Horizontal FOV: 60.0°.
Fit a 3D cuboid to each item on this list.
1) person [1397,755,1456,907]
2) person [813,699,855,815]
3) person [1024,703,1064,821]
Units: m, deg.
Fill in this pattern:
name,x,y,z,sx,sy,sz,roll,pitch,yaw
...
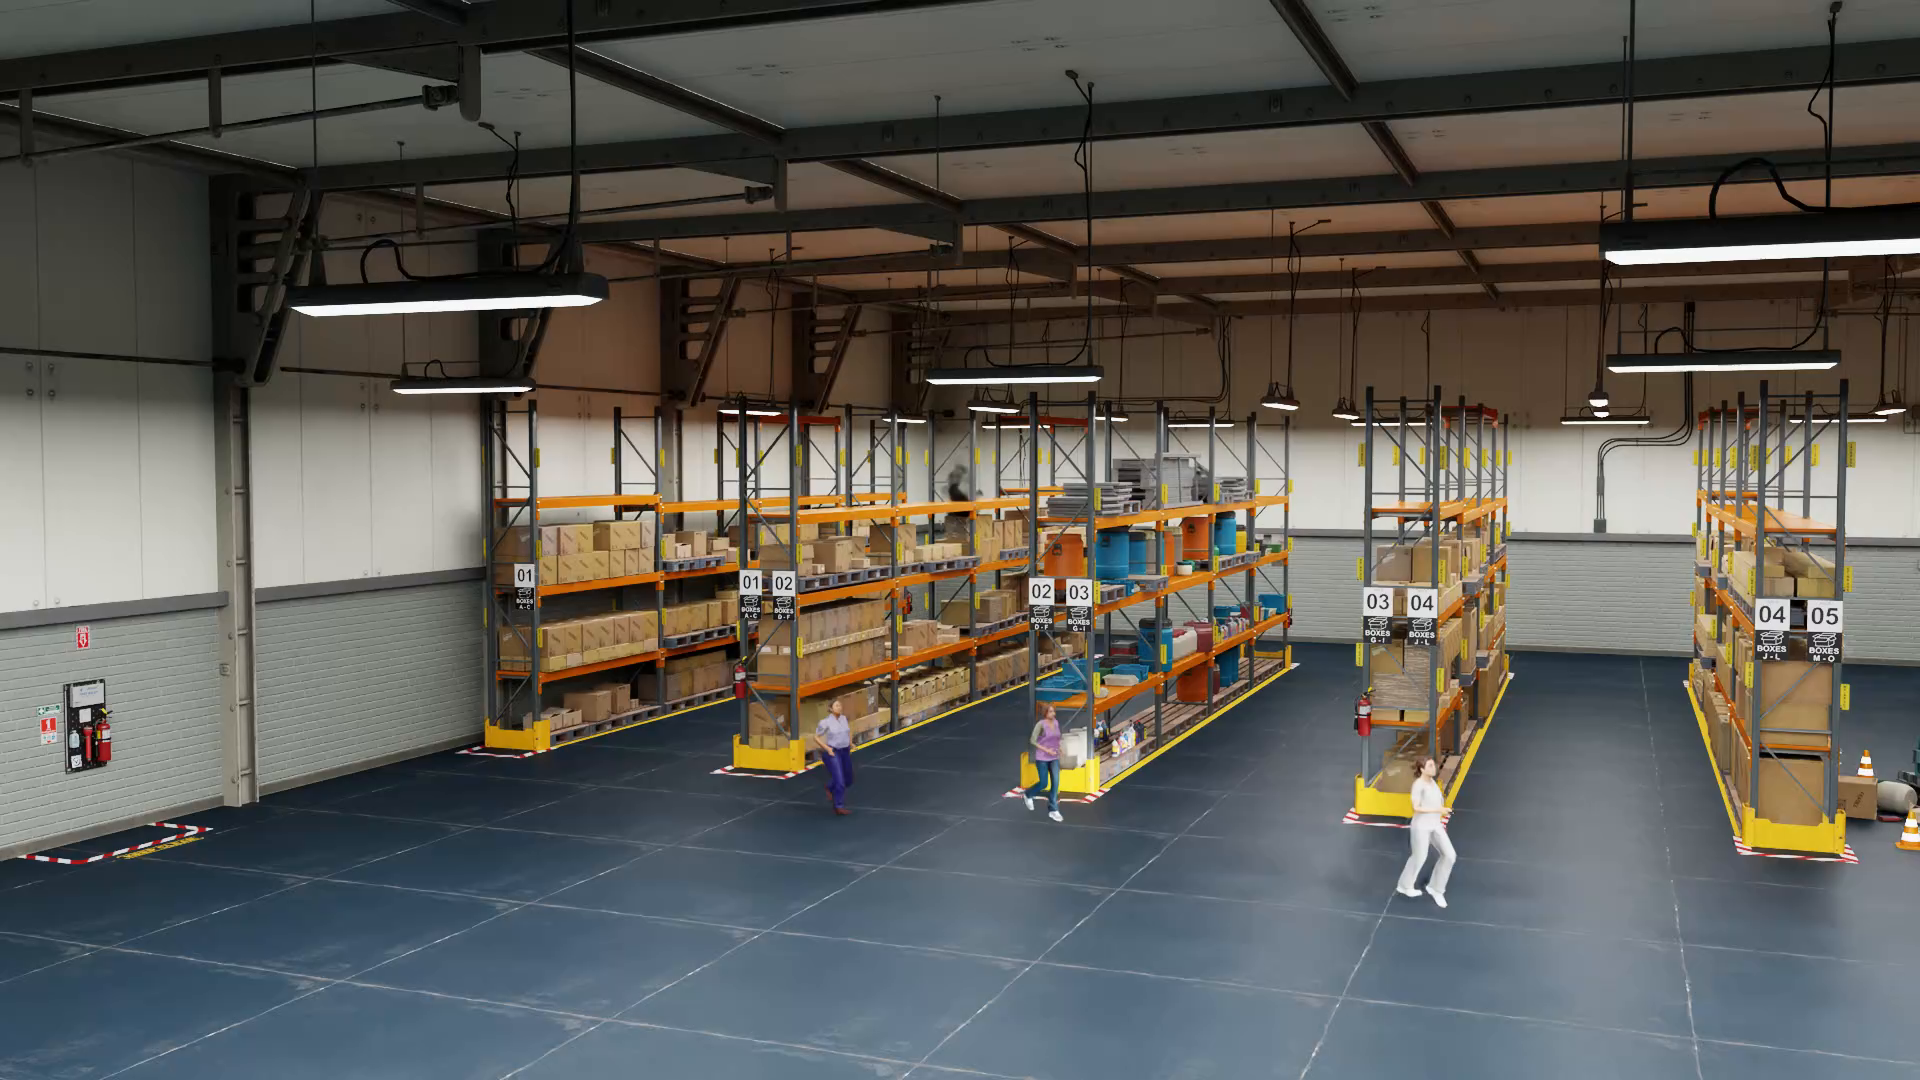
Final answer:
name,x,y,z,sx,sy,sz,roll,pitch,yaw
person,5.222,3.255,18.630,0.542,1.710,0.731,-2,4,-37
person,-1.772,3.042,23.487,0.613,1.599,0.688,-3,4,-44
person,1.198,3.068,23.184,0.566,1.604,0.746,-2,3,-35
